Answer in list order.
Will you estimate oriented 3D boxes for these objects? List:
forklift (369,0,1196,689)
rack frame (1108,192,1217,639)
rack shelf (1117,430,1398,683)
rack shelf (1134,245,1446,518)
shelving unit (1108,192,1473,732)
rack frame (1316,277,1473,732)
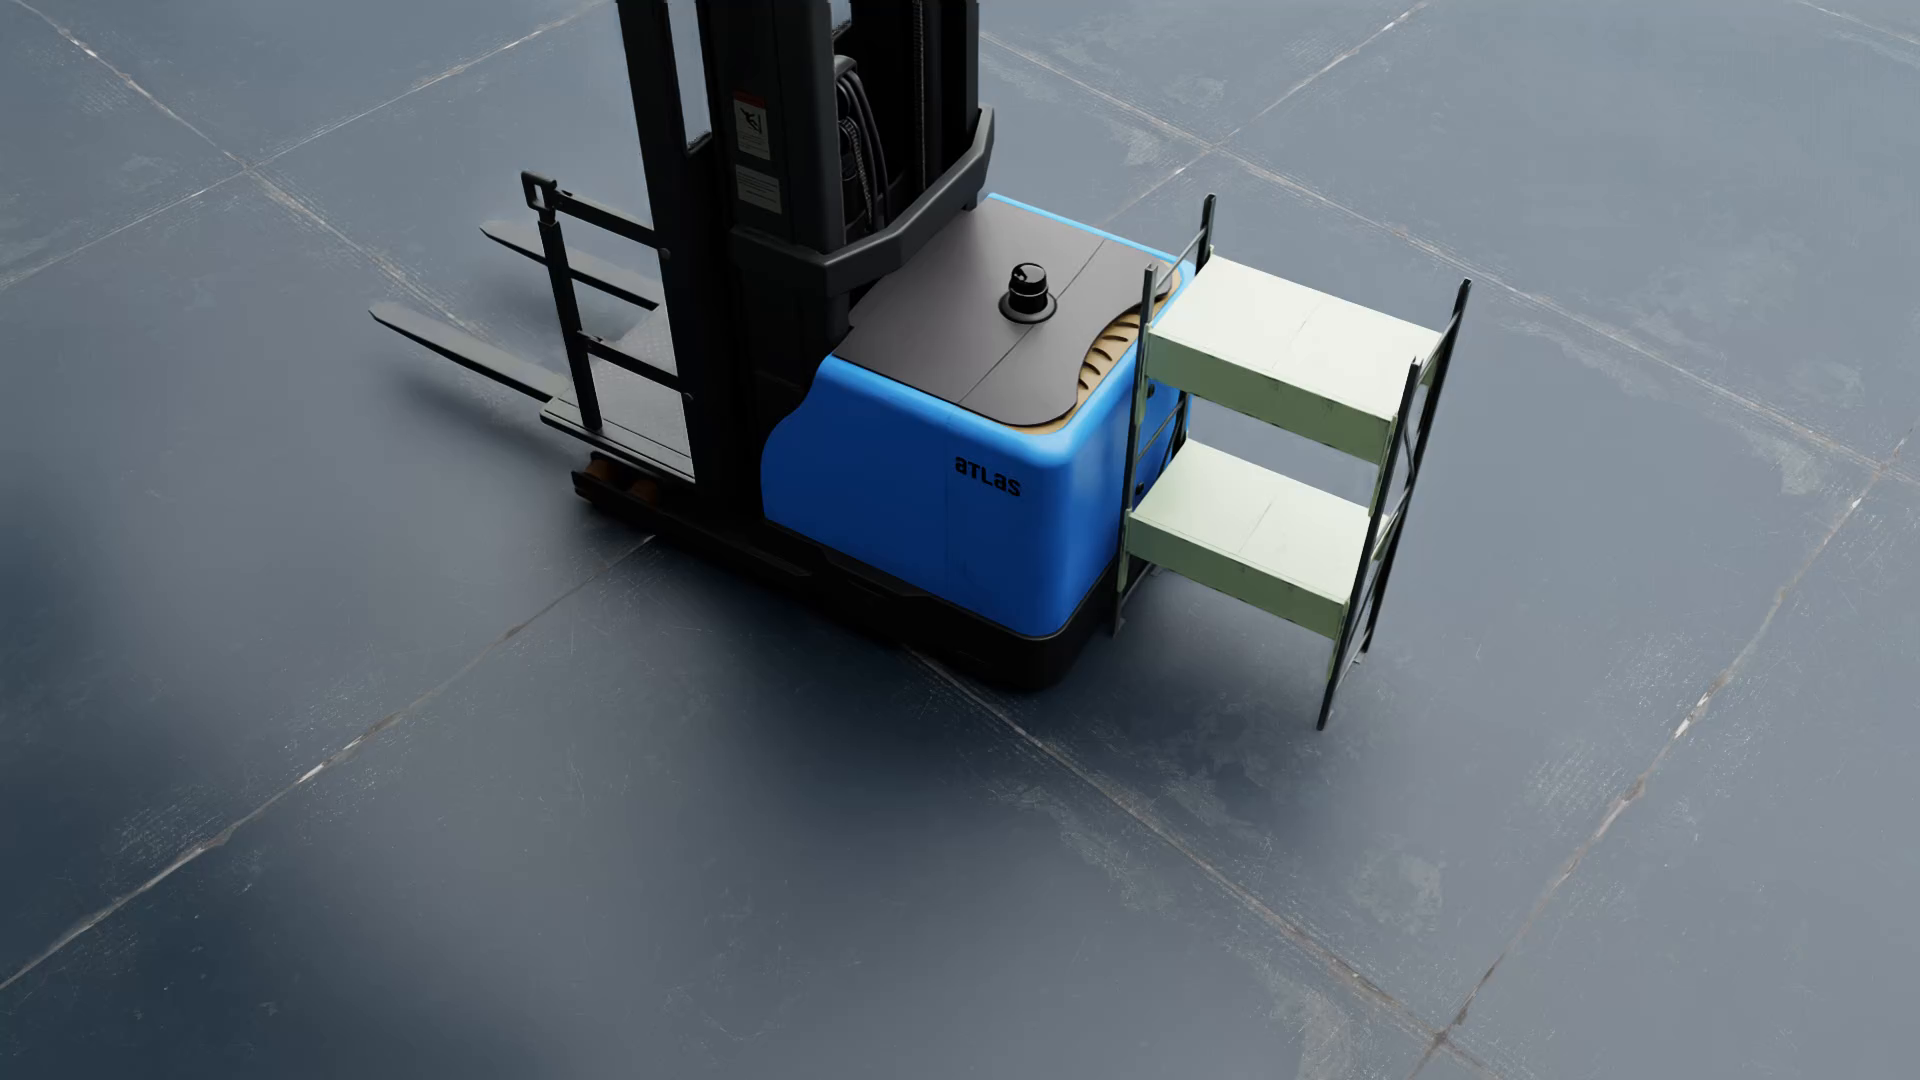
[{"bbox_3d":[-0.758,-1.353,5.010,3.031,2.935,1.130,24,51,21],"label":"forklift"},{"bbox_3d":[0.597,-0.319,5.021,0.023,1.500,0.400,24,51,21],"label":"rack frame"},{"bbox_3d":[0.911,0.042,5.129,0.720,0.370,0.431,24,51,21],"label":"rack shelf"},{"bbox_3d":[0.911,-0.449,4.607,0.720,0.370,0.431,24,51,21],"label":"rack shelf"},{"bbox_3d":[0.911,-0.181,4.892,0.755,1.500,0.431,24,51,21],"label":"shelving unit"},{"bbox_3d":[1.224,-0.044,4.763,0.023,1.500,0.400,24,51,21],"label":"rack frame"}]
